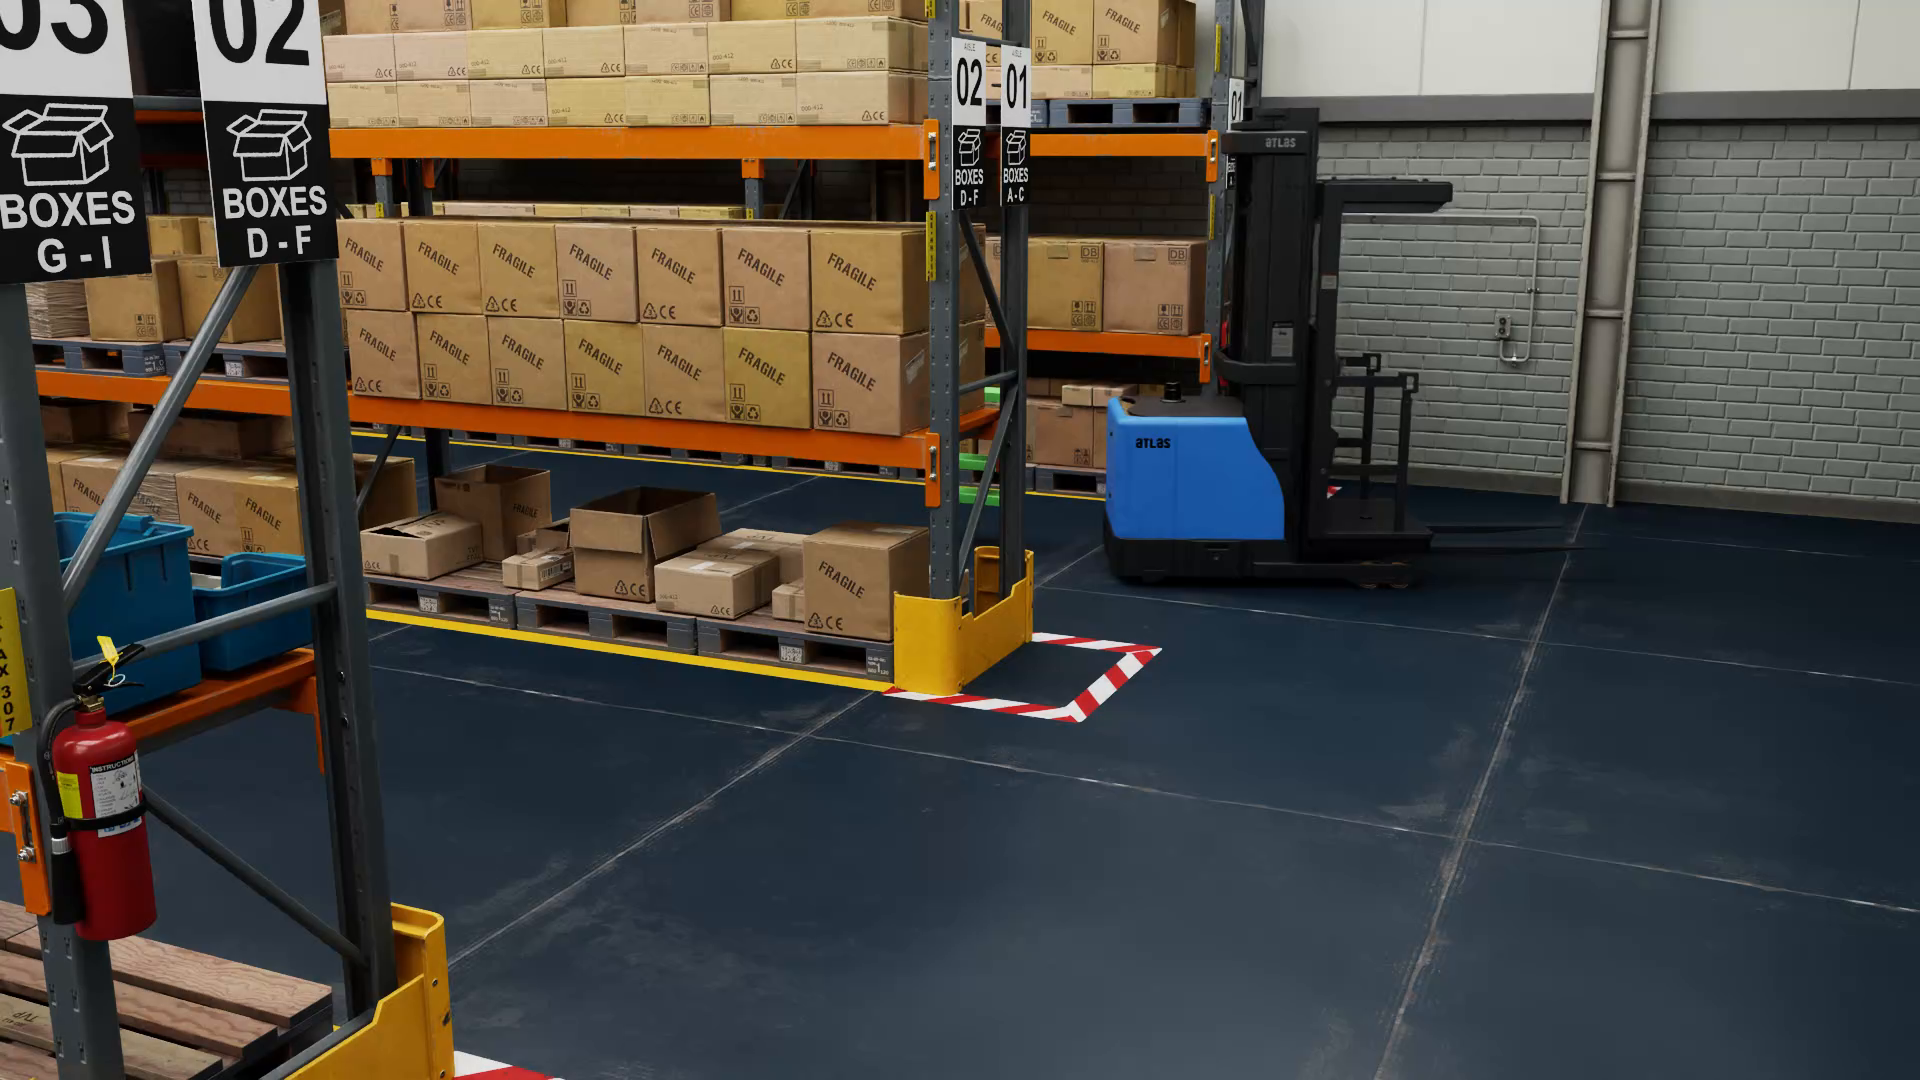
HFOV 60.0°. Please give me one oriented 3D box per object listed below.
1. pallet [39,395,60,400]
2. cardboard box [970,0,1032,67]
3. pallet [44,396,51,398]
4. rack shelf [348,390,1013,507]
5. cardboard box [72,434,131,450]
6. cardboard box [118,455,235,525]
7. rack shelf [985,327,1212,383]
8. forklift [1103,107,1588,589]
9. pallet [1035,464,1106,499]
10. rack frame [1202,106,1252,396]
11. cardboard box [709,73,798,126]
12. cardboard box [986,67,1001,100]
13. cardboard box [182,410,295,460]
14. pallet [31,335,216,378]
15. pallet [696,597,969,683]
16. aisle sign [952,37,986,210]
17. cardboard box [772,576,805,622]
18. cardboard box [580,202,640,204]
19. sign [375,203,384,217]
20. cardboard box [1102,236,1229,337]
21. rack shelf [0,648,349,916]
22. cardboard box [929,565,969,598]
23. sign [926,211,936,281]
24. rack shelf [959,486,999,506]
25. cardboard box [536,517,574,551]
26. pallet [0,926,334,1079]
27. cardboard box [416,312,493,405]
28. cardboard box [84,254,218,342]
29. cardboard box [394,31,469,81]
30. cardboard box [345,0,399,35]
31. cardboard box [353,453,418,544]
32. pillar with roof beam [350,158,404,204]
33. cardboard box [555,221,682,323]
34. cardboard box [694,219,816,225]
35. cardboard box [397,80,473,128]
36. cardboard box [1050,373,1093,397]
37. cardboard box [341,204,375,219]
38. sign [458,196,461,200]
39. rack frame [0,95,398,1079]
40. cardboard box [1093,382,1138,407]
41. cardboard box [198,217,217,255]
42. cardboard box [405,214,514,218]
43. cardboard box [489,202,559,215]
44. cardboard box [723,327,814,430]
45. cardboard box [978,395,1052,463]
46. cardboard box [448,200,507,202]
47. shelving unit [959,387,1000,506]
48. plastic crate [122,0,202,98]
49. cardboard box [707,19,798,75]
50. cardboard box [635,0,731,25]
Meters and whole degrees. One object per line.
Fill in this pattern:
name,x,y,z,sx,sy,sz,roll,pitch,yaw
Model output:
pallet,-9.491,-1.640,18.284,1.213,0.211,1.003,6,14,23
cardboard box,0.396,-3.944,12.980,0.500,0.500,0.500,5,14,21
pallet,-10.610,-1.753,18.763,1.213,0.211,1.003,6,14,23
rack shelf,-1.723,-0.633,9.460,4.000,0.370,1.077,6,14,23
cardboard box,-5.785,-0.450,11.615,0.500,0.500,0.500,5,14,21
cardboard box,-5.025,-0.245,10.742,0.500,0.500,0.500,6,14,24
rack shelf,0.280,-1.668,13.871,4.000,0.370,1.077,6,14,23
forklift,2.487,-1.243,10.637,3.031,2.935,1.130,0,13,1
pallet,1.346,-0.533,13.564,1.213,0.211,1.003,6,14,23
rack frame,2.109,-1.833,13.000,0.127,3.000,1.000,6,14,23
cardboard box,-0.923,-2.226,8.438,0.500,0.250,0.500,6,14,23
cardboard box,0.378,-3.581,13.073,0.500,0.250,0.500,5,14,22
cardboard box,-4.809,-0.719,11.118,0.500,0.250,0.500,6,14,23
pallet,-5.428,-1.266,11.003,1.213,0.211,1.003,6,14,23
pallet,-0.693,0.479,9.251,1.213,0.211,1.003,6,14,23
aisle sign,0.044,-1.993,7.992,0.004,0.787,0.394,6,14,23
cardboard box,-0.825,0.312,9.097,0.250,0.166,0.380,6,14,23
cardboard box,-3.280,-3.010,15.460,0.500,0.250,0.500,5,14,22
sign,-5.417,-2.984,15.545,0.005,0.325,0.100,6,14,23
cardboard box,1.639,-2.024,13.158,0.700,0.700,0.980,7,15,26
rack shelf,-3.732,0.402,5.052,4.000,0.370,1.077,6,14,23
cardboard box,-0.138,0.265,9.335,0.250,0.149,0.380,6,14,23
sign,-0.137,-1.401,7.935,0.005,0.325,0.100,6,14,23
rack shelf,0.151,-0.273,11.622,0.480,0.148,0.258,6,14,23
cardboard box,-2.230,-0.010,10.155,0.500,0.311,0.500,6,14,23
pallet,-2.642,1.510,4.860,1.213,0.211,1.003,6,14,23
cardboard box,-2.726,-1.066,9.512,0.500,0.500,0.500,6,15,24
cardboard box,-5.192,-1.572,10.749,0.500,0.500,0.700,2,13,9
cardboard box,-2.749,-2.656,9.175,0.500,0.250,0.500,6,14,23
cardboard box,-3.091,-3.127,9.540,0.500,0.500,0.700,6,14,23
cardboard box,-3.895,-0.261,10.809,0.500,0.500,0.500,5,14,21
pillar with roof beam,-7.787,-4.896,12.920,0.400,9.000,9.100,6,14,23
cardboard box,-1.820,-1.458,8.995,0.500,0.500,0.500,6,15,25
cardboard box,-1.129,-1.524,9.274,0.500,0.500,0.500,6,14,24
cardboard box,-2.751,-2.412,9.228,0.500,0.250,0.500,6,14,23
cardboard box,0.932,-1.280,13.777,0.250,0.149,0.380,6,14,24
cardboard box,-5.833,-3.204,16.242,0.250,0.149,0.380,3,14,14
sign,-4.984,-3.253,16.518,0.005,0.325,0.100,6,14,23
rack frame,-1.904,0.236,4.181,0.127,3.000,1.000,6,14,23
cardboard box,1.237,-1.154,13.239,0.250,0.149,0.380,6,14,23
cardboard box,-7.288,-3.044,16.981,0.500,0.500,0.700,8,15,31
cardboard box,-2.984,-1.711,10.072,0.500,0.500,0.500,6,14,24
cardboard box,-3.944,-2.951,15.208,0.500,0.250,0.500,6,14,24
cardboard box,-0.890,-0.878,8.713,0.500,0.500,0.500,6,14,24
cardboard box,0.511,-0.957,13.819,0.500,0.500,0.700,5,14,21
cardboard box,-4.686,-3.154,16.073,0.500,0.250,0.500,6,15,25
shelving unit,0.151,-0.569,11.553,0.503,1.200,0.258,6,14,23
plastic crate,-2.143,-1.254,4.254,0.590,0.269,0.497,6,14,23
cardboard box,-0.924,-2.469,8.379,0.500,0.250,0.500,6,14,23
cardboard box,-1.294,-2.926,8.683,0.500,0.500,0.700,6,14,23
